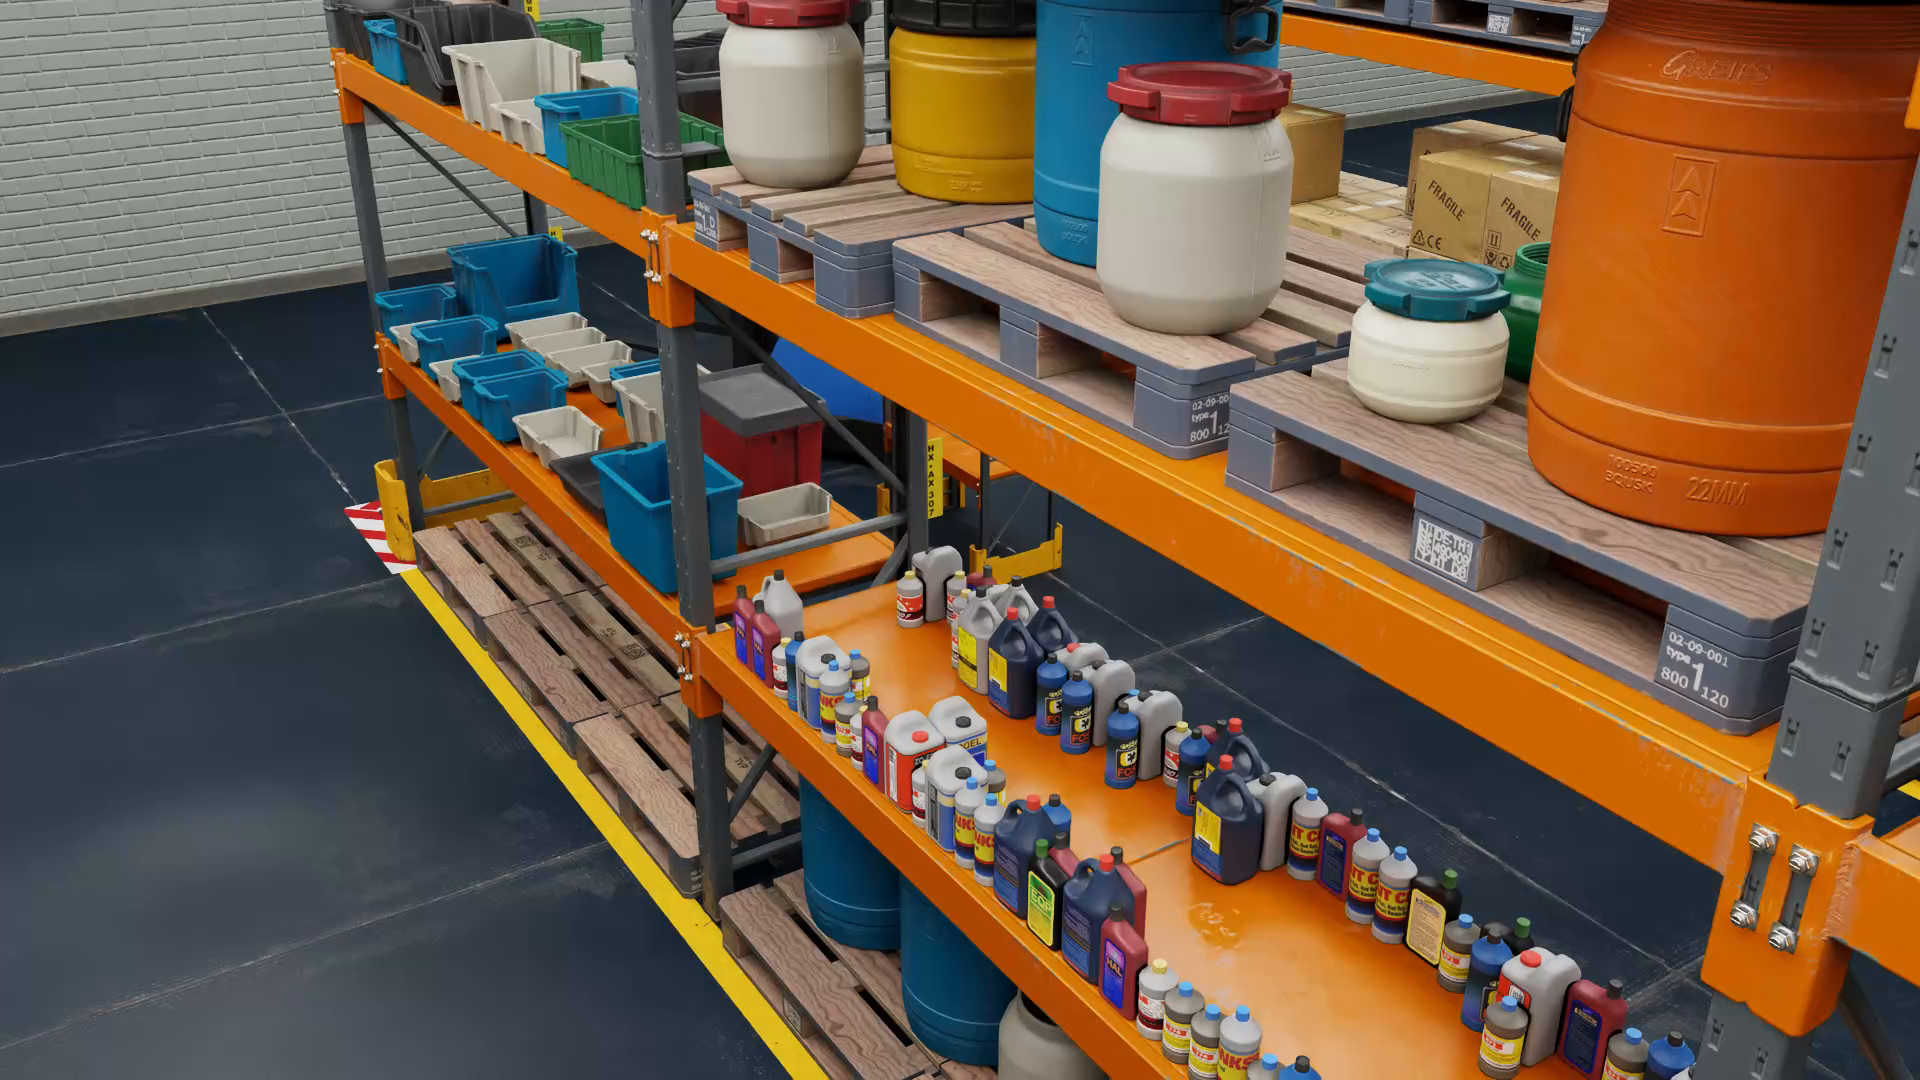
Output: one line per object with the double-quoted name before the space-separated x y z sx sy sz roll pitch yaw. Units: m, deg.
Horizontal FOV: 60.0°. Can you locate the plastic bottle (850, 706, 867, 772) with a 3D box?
"plastic bottle" -0.293 0.611 5.175 0.097 0.201 0.097 0 25 0

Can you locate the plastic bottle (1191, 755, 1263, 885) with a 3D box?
"plastic bottle" 0.751 0.771 4.661 0.144 0.351 0.185 -16 29 -30

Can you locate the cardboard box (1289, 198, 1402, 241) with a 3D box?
"cardboard box" 2.279 -1.848 9.979 0.500 0.250 0.500 -16 30 -31

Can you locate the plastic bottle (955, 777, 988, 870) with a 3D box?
"plastic bottle" 0.033 0.793 4.707 0.097 0.271 0.097 0 25 0

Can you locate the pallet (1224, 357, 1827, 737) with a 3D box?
"pallet" 1.275 -0.118 3.194 1.003 0.211 1.213 -16 29 -30

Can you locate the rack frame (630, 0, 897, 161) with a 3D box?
"rack frame" -0.573 -2.694 4.917 1.000 3.000 0.127 -16 29 -30

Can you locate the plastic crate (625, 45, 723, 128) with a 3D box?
"plastic crate" -1.021 -1.787 6.661 0.497 0.269 0.590 -16 29 -30

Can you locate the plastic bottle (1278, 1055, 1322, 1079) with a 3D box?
"plastic bottle" 0.753 1.264 3.709 0.097 0.271 0.097 0 25 0

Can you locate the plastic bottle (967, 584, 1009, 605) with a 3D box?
"plastic bottle" 0.113 0.271 5.808 0.152 0.276 0.135 -16 29 -30

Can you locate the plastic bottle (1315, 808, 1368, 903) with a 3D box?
"plastic bottle" 1.053 0.848 4.577 0.061 0.283 0.133 -16 29 -30

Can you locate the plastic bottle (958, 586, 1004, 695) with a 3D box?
"plastic bottle" 0.083 0.327 5.602 0.144 0.351 0.185 -16 29 -30

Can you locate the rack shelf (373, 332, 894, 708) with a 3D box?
"rack shelf" -1.664 -0.372 7.866 1.077 0.370 4.000 -16 29 -30

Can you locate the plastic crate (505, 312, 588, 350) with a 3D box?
"plastic crate" -2.159 -1.071 8.743 0.396 0.136 0.243 -16 29 -30

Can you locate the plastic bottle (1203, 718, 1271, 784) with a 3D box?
"plastic bottle" 0.805 0.687 4.838 0.144 0.351 0.185 -16 29 -30

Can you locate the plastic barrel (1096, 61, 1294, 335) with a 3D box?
"plastic barrel" 0.517 -0.758 3.676 0.433 0.535 0.433 0 25 0

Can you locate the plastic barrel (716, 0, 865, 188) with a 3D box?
"plastic barrel" -0.495 -1.343 4.916 0.433 0.535 0.433 0 25 0

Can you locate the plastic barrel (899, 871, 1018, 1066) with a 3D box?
"plastic barrel" 0.097 1.229 5.598 0.600 0.901 0.708 -16 29 -30

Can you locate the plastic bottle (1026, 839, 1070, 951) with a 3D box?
"plastic bottle" 0.235 0.934 4.394 0.061 0.283 0.133 -16 29 -30

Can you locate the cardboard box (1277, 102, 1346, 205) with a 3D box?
"cardboard box" 1.990 -2.375 10.216 0.500 0.500 0.500 -16 30 -31

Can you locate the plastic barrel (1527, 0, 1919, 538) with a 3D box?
"plastic barrel" 1.304 -0.495 2.776 0.600 0.830 0.708 -16 29 -30

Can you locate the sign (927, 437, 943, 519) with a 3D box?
"sign" -0.111 -0.234 6.408 0.100 0.325 0.005 -16 29 -30

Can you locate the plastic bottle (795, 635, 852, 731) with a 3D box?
"plastic bottle" -0.439 0.460 5.408 0.152 0.276 0.135 -16 29 -30

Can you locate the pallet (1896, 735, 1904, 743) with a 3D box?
"pallet" 4.732 0.820 7.765 1.003 0.211 1.213 -16 29 -30

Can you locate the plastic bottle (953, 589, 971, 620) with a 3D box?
"plastic bottle" 0.022 0.271 5.895 0.097 0.201 0.097 0 25 0

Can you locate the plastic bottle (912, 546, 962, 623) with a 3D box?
"plastic bottle" -0.087 0.140 6.085 0.152 0.276 0.135 -16 29 -30

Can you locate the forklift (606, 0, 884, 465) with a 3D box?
"forklift" -1.422 -2.230 11.041 3.031 2.935 1.130 12 28 24

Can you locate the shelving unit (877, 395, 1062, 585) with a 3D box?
"shelving unit" 0.042 -0.651 9.372 0.587 1.500 1.083 -16 29 -30

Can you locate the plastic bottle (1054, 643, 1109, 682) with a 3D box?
"plastic bottle" 0.388 0.451 5.426 0.152 0.276 0.135 -16 29 -30

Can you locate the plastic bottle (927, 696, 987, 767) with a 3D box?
"plastic bottle" -0.006 0.625 5.058 0.152 0.276 0.135 -16 29 -30

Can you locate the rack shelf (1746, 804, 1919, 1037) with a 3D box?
"rack shelf" 2.703 1.133 1.164 1.077 0.370 4.000 -16 29 -30

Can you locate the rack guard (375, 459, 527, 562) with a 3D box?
"rack guard" -2.780 -0.287 9.773 1.175 0.500 0.348 -16 29 -30

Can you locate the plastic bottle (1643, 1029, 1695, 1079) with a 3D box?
"plastic bottle" 1.605 1.229 3.783 0.097 0.271 0.097 0 25 0

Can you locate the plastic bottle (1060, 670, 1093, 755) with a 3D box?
"plastic bottle" 0.367 0.537 5.249 0.097 0.271 0.097 0 25 0

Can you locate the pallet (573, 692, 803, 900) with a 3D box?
"pallet" -1.006 1.025 7.330 1.003 0.211 1.213 -16 29 -30

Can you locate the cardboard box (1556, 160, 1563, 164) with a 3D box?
"cardboard box" 3.530 -1.773 8.940 0.500 0.500 0.500 -16 29 -30

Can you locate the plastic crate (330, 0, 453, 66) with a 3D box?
"plastic crate" -2.779 -2.507 8.186 0.497 0.269 0.590 -16 29 -30

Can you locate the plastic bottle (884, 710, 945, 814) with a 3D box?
"plastic bottle" -0.134 0.660 4.983 0.152 0.276 0.135 -16 29 -30

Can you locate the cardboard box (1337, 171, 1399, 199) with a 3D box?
"cardboard box" 2.435 -2.158 10.635 0.500 0.250 0.500 -17 30 -31

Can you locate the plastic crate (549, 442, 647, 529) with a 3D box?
"plastic crate" -1.409 -0.222 6.959 0.437 0.125 0.590 -16 29 -30

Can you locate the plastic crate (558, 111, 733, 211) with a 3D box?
"plastic crate" -1.057 -1.323 5.774 0.450 0.188 0.662 -16 29 -30

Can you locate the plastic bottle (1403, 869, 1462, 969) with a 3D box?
"plastic bottle" 1.232 0.965 4.328 0.061 0.283 0.133 -16 29 -30

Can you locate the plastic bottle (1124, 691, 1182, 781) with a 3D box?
"plastic bottle" 0.588 0.582 5.148 0.152 0.276 0.135 -16 29 -30

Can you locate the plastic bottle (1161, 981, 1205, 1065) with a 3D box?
"plastic bottle" 0.540 1.157 4.019 0.097 0.201 0.097 0 25 0

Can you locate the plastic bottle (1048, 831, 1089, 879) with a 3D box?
"plastic bottle" 0.286 0.920 4.424 0.061 0.283 0.133 -16 29 -30

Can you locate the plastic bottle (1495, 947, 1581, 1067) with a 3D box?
"plastic bottle" 1.393 1.110 4.031 0.152 0.276 0.135 -16 29 -30

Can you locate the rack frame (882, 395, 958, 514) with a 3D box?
"rack frame" -0.231 -0.830 9.750 0.500 1.500 0.032 -16 29 -30

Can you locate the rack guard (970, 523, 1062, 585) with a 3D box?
"rack guard" 0.313 0.092 9.262 0.587 0.250 0.087 -16 29 -30

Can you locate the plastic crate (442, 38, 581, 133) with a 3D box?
"plastic crate" -1.805 -1.850 6.781 0.437 0.282 0.530 -16 29 -30

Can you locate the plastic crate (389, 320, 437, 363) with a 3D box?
"plastic crate" -2.791 -1.021 8.638 0.250 0.136 0.298 -16 29 -30

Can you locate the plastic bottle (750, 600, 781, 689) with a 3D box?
"plastic bottle" -0.657 0.349 5.633 0.061 0.283 0.133 -16 29 -30

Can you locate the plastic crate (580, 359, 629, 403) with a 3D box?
"plastic crate" -1.663 -0.768 8.102 0.298 0.136 0.250 -16 29 -30

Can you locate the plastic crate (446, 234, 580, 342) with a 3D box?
"plastic crate" -2.417 -1.379 9.046 0.616 0.435 0.499 -16 29 -30

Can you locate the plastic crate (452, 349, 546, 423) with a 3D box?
"plastic crate" -2.178 -0.728 7.904 0.416 0.233 0.300 -16 29 -30

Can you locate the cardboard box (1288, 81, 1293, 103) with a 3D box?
"cardboard box" 1.880 -2.859 11.242 0.500 0.500 0.500 -15 29 -29

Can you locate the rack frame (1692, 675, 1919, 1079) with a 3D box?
"rack frame" 1.611 1.449 3.167 1.000 3.000 0.127 -16 29 -30
